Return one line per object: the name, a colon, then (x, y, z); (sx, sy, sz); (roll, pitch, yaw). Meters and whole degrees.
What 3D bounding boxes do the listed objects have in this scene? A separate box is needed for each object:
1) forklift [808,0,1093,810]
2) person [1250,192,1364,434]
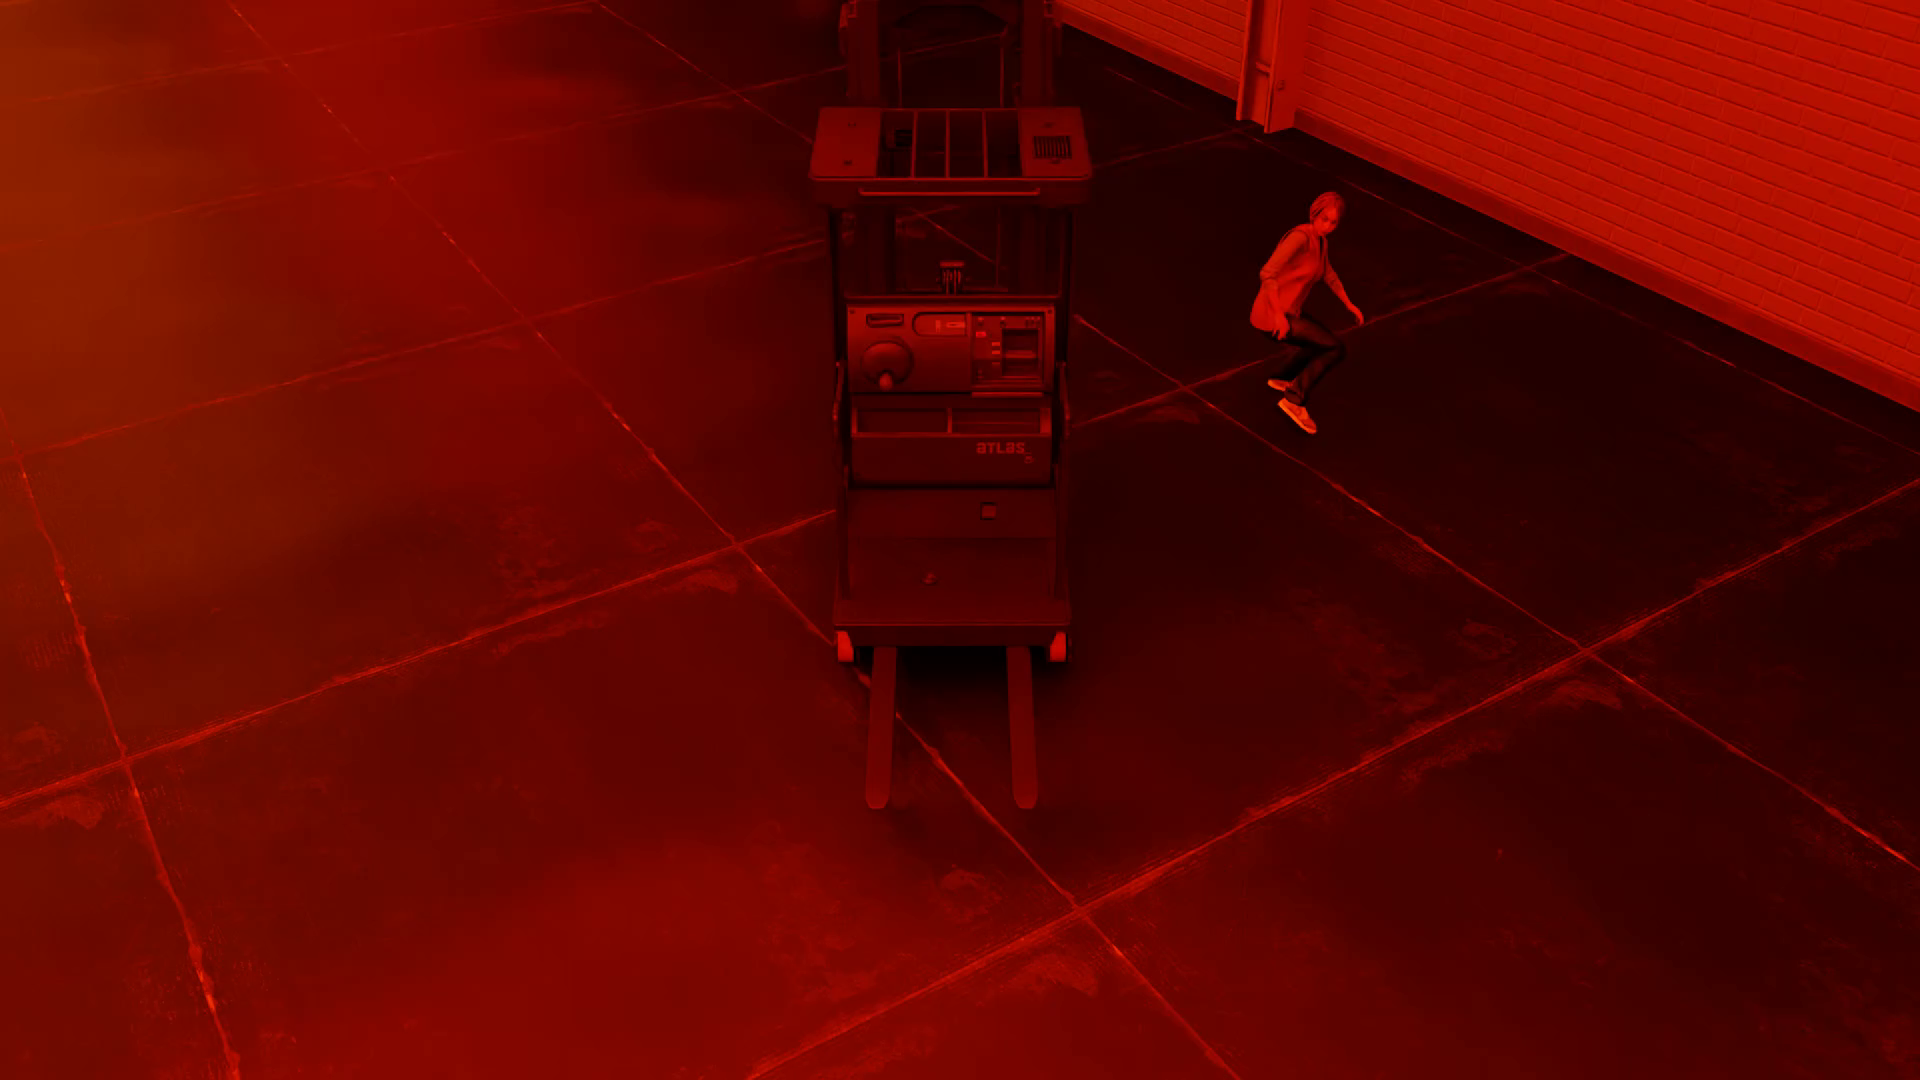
forklift: (-0.037, -0.797, 7.281); (1.130, 2.935, 3.031); (0, 35, 0)
person: (1.951, -1.280, 9.377); (0.601, 1.379, 0.676); (12, 37, 17)
